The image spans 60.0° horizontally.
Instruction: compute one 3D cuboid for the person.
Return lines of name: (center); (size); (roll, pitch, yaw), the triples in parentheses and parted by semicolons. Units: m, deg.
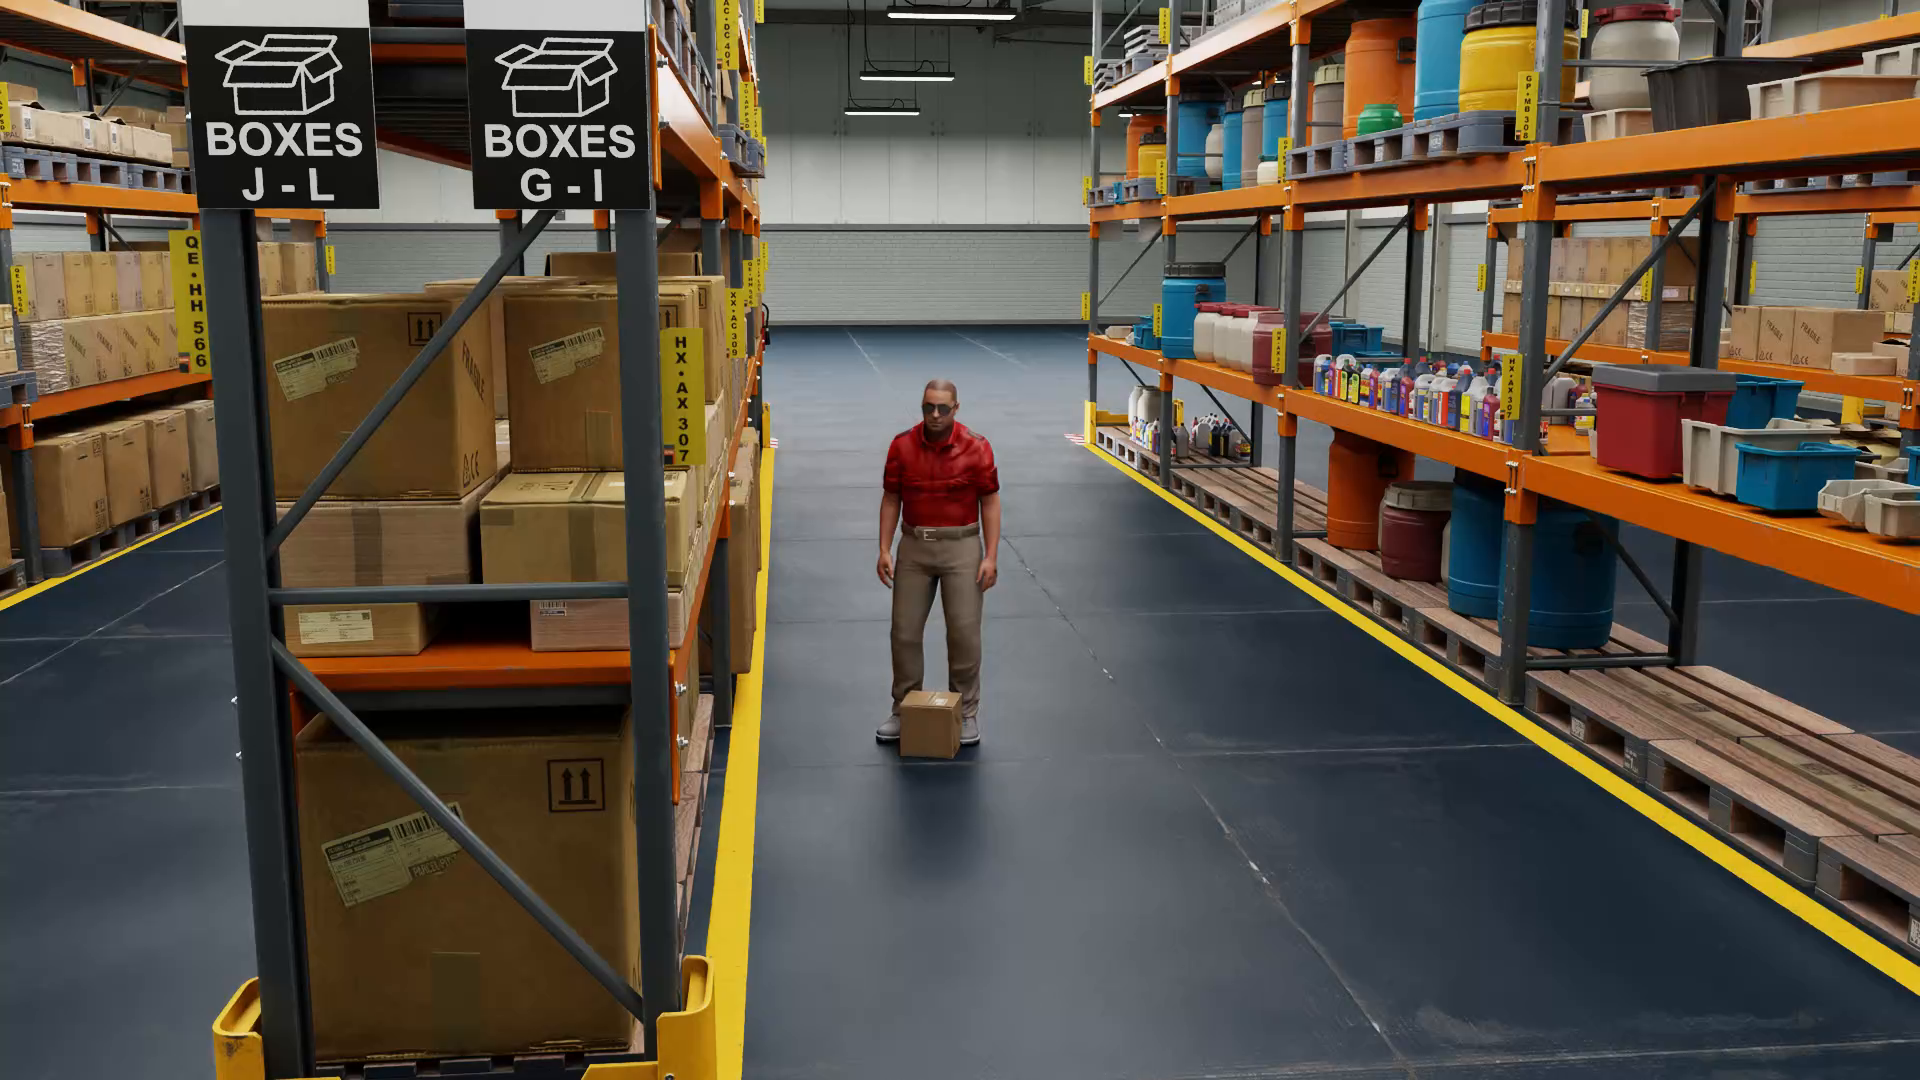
person: (-0.102, 0.092, 7.911); (0.585, 1.727, 0.392); (2, 10, 10)
